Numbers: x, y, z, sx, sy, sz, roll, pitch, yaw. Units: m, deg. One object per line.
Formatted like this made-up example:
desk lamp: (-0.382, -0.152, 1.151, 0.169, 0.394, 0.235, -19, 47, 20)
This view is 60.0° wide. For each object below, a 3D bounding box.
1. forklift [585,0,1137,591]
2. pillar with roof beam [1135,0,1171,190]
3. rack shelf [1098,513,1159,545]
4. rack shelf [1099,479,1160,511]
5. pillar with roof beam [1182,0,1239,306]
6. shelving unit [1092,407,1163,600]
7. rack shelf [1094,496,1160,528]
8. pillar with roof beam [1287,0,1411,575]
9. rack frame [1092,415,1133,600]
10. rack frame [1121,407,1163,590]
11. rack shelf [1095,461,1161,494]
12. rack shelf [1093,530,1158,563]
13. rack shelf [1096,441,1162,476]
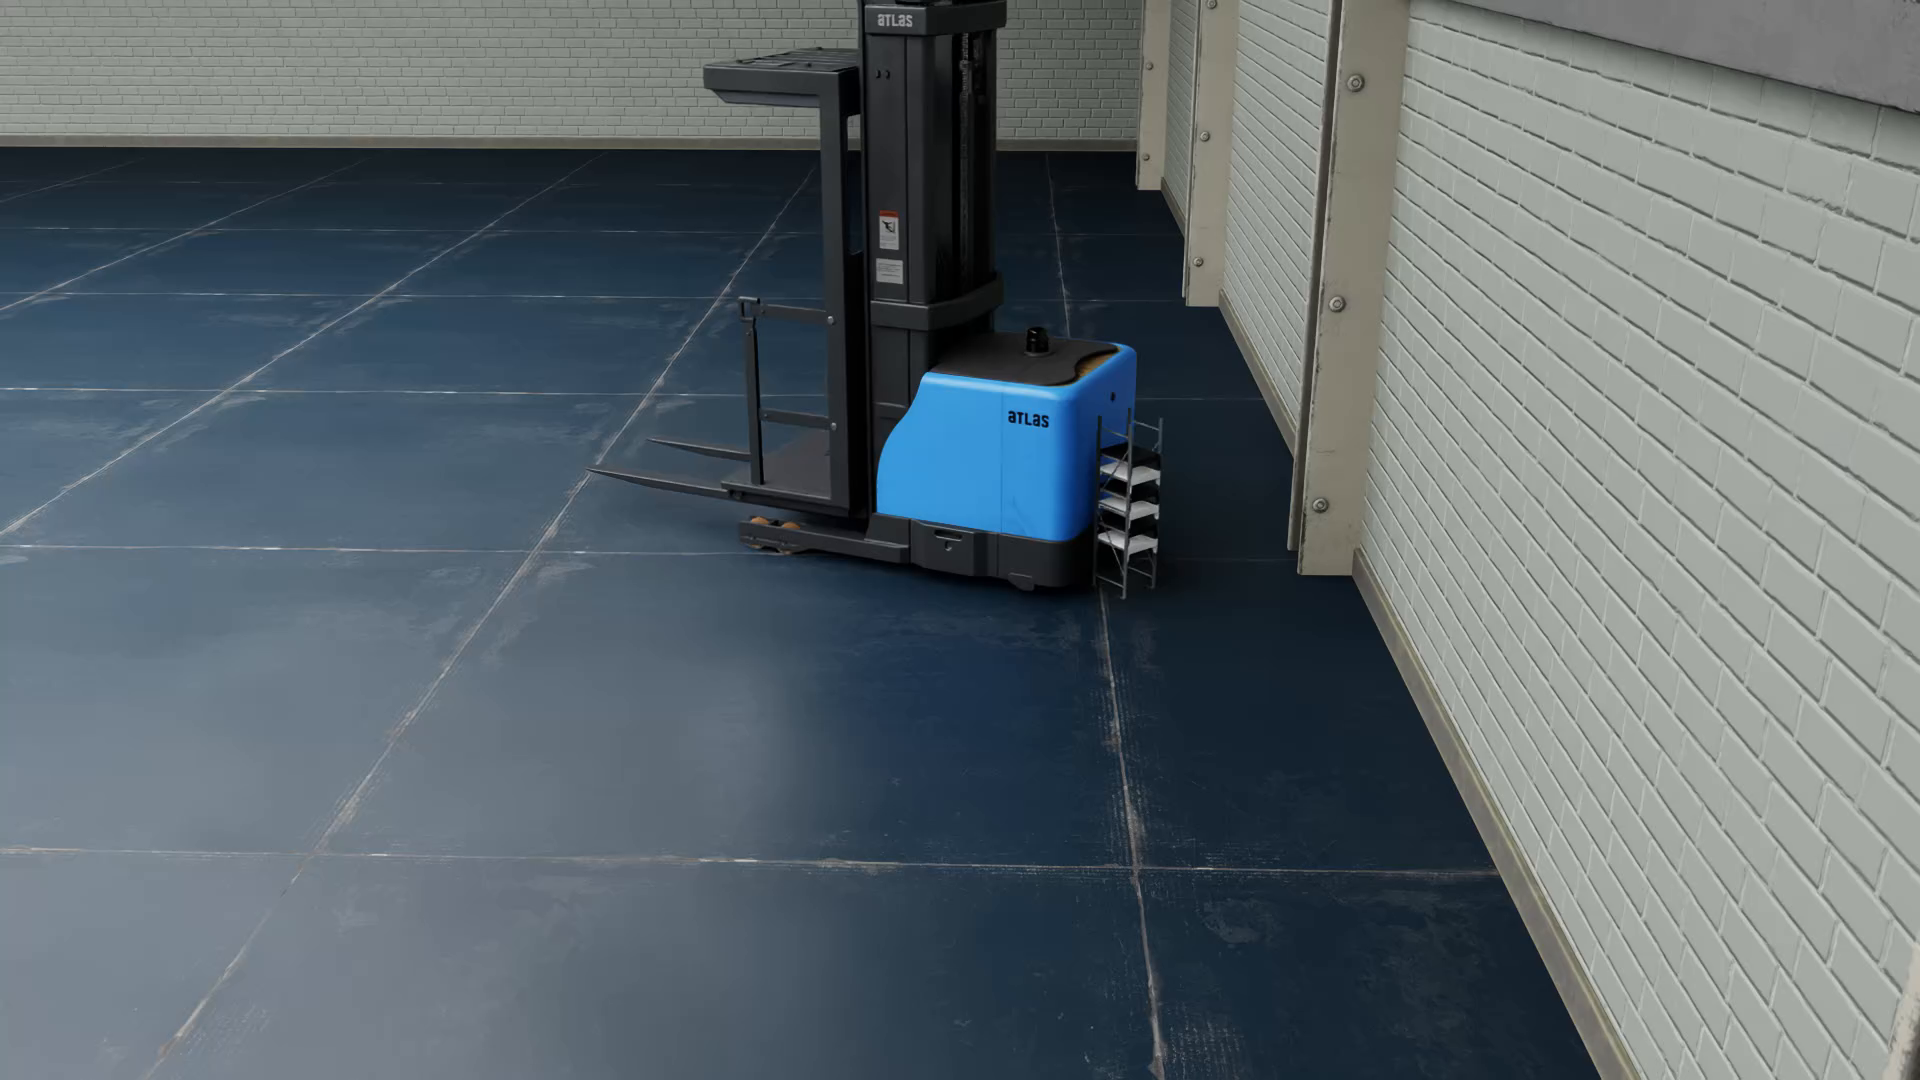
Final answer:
forklift: (-0.625, -1.451, 8.717, 3.031, 2.935, 1.130, 9, 23, 23)
pillar with roof beam: (-2.032, -8.473, 18.426, 9.100, 9.000, 0.400, 1, 21, 2)
rack shelf: (0.829, -0.066, 8.295, 0.200, 0.077, 0.258, -16, 27, -36)
rack shelf: (0.829, -0.234, 8.230, 0.200, 0.077, 0.258, -16, 27, -36)
pillar with roof beam: (-2.214, -6.304, 12.835, 9.100, 9.000, 0.400, 1, 21, 2)
shelving unit: (0.829, -0.181, 8.250, 0.210, 0.900, 0.258, -16, 27, -36)
rack shelf: (0.829, -0.150, 8.262, 0.200, 0.077, 0.258, -16, 27, -36)
pillar with roof beam: (-2.397, -4.134, 7.244, 9.100, 9.000, 0.400, 1, 21, 2)
rack frame: (0.750, -0.158, 8.191, 0.006, 0.900, 0.240, -16, 27, -36)
rack frame: (0.908, -0.204, 8.310, 0.006, 0.900, 0.240, -16, 27, -36)
rack shelf: (0.829, -0.318, 8.197, 0.200, 0.077, 0.258, -16, 27, -36)
rack shelf: (0.828, 0.018, 8.327, 0.200, 0.077, 0.258, -16, 27, -36)
rack shelf: (0.829, -0.401, 8.165, 0.200, 0.077, 0.258, -16, 27, -36)
